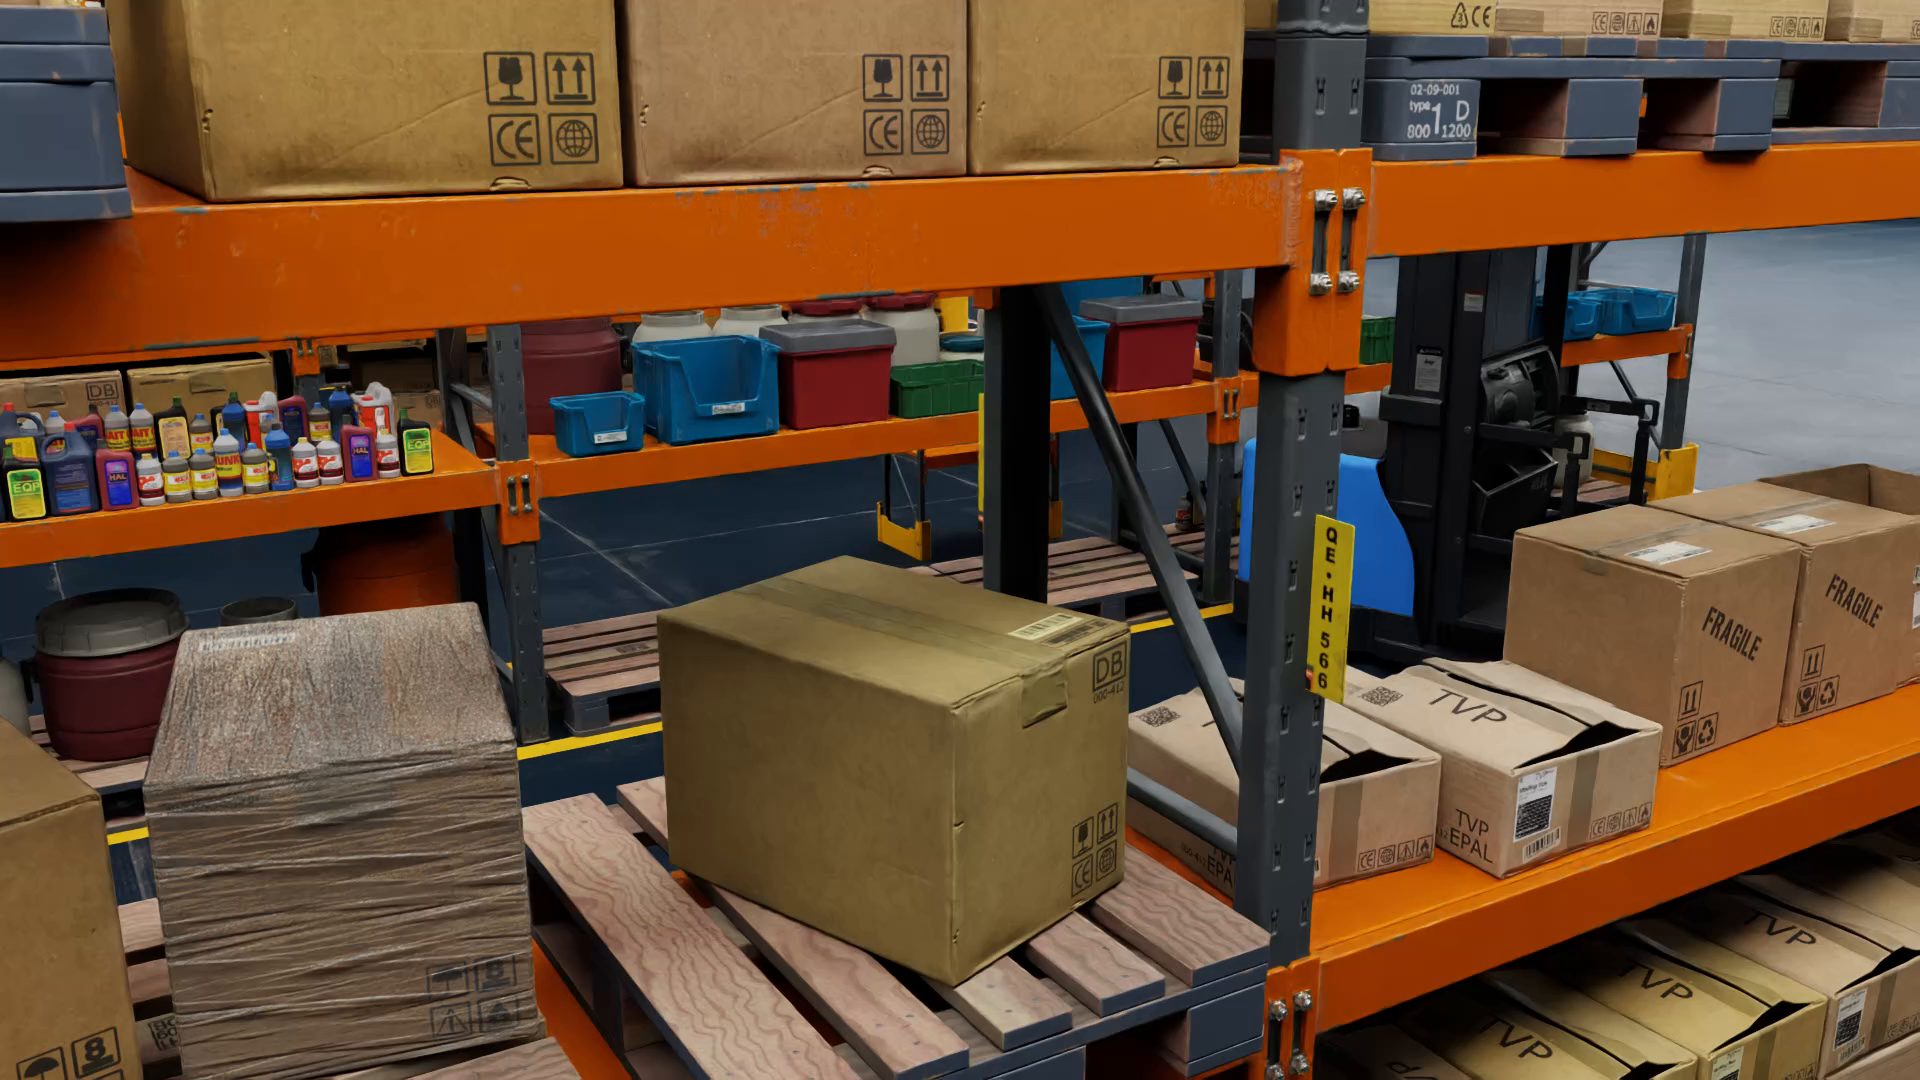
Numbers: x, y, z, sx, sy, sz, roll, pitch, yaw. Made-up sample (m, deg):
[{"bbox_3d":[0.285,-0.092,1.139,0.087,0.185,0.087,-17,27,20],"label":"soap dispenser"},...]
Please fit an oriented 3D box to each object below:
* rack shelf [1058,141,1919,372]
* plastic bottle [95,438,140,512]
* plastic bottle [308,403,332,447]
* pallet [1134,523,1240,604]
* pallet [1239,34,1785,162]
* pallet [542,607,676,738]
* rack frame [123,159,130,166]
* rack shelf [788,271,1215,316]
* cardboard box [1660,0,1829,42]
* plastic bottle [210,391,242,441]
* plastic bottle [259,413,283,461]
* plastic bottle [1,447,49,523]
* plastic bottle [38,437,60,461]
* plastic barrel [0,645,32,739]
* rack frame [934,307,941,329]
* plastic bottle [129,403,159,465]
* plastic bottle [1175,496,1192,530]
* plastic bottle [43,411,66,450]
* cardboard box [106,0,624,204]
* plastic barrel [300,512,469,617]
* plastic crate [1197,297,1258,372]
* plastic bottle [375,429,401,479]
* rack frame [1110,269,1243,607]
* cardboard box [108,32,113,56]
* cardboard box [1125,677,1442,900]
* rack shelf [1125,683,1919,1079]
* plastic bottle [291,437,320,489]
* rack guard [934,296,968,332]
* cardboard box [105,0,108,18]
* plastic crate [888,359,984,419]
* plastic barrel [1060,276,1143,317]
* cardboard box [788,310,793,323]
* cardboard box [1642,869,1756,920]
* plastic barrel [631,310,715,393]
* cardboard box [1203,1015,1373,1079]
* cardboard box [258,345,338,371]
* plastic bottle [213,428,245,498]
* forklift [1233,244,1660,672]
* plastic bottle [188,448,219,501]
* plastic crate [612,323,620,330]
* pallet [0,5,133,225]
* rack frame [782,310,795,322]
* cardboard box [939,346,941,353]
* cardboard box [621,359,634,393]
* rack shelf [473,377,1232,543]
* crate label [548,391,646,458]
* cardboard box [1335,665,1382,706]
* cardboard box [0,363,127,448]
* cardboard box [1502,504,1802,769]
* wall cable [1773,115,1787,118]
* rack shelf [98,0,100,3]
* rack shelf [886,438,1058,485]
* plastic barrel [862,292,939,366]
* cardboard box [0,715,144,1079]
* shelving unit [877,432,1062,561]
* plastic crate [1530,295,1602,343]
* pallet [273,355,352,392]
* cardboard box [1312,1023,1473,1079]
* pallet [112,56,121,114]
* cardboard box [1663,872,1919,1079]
[{"bbox_3d":[2.074,-0.859,4.193,4.000,0.370,1.077,-9,18,-30],"label":"rack shelf"},{"bbox_3d":[-3.295,-0.260,6.495,0.133,0.283,0.061,-9,18,-30],"label":"plastic bottle"},{"bbox_3d":[-2.923,-0.525,7.595,0.097,0.201,0.097,0,16,0],"label":"plastic bottle"},{"bbox_3d":[1.837,0.073,10.258,1.213,0.211,1.003,-9,18,-30],"label":"pallet"},{"bbox_3d":[0.895,-0.952,3.540,1.003,0.211,1.213,-8,18,-27],"label":"pallet"},{"bbox_3d":[-1.505,0.614,8.328,1.213,0.211,1.003,-9,18,-30],"label":"pallet"},{"bbox_3d":[-9.843,-4.069,19.867,0.127,3.000,1.000,-9,18,-30],"label":"rack frame"},{"bbox_3d":[0.404,-2.263,14.760,4.000,0.370,1.077,-9,18,-30],"label":"rack shelf"},{"bbox_3d":[1.655,-1.288,3.888,0.500,0.250,0.500,-10,18,-31],"label":"cardboard box"},{"bbox_3d":[-3.261,-0.516,7.409,0.133,0.283,0.061,-9,18,-30],"label":"plastic bottle"},{"bbox_3d":[-3.042,-0.458,7.355,0.097,0.201,0.097,0,16,0],"label":"plastic bottle"},{"bbox_3d":[-3.568,-0.216,6.338,0.133,0.283,0.061,-9,18,-30],"label":"plastic bottle"},{"bbox_3d":[-3.528,-0.267,6.523,0.133,0.283,0.061,-9,18,-30],"label":"plastic bottle"},{"bbox_3d":[-4.005,0.694,6.708,0.421,0.512,0.421,0,16,0],"label":"plastic barrel"},{"bbox_3d":[-0.350,-4.049,19.798,0.127,3.000,1.000,-9,18,-30],"label":"rack frame"},{"bbox_3d":[-3.548,-0.458,7.224,0.097,0.271,0.097,0,16,0],"label":"plastic bottle"},{"bbox_3d":[1.391,-0.173,10.338,0.097,0.201,0.097,0,16,0],"label":"plastic bottle"},{"bbox_3d":[-3.829,-0.412,7.061,0.097,0.271,0.097,0,16,0],"label":"plastic bottle"},{"bbox_3d":[-0.880,-0.764,2.336,0.500,0.500,0.910,-9,18,-30],"label":"cardboard box"},{"bbox_3d":[-2.599,0.285,7.579,0.708,0.830,0.600,-9,18,-30],"label":"plastic barrel"},{"bbox_3d":[1.754,-1.199,9.746,0.504,0.338,0.767,-9,18,-30],"label":"plastic crate"},{"bbox_3d":[-2.424,-0.367,7.031,0.097,0.201,0.097,0,16,0],"label":"plastic bottle"},{"bbox_3d":[1.240,-1.186,9.583,0.127,3.000,1.000,-9,18,-30],"label":"rack frame"},{"bbox_3d":[-7.566,-4.292,14.920,0.500,0.500,0.500,-9,18,-30],"label":"cardboard box"},{"bbox_3d":[0.693,0.519,3.665,0.500,0.311,0.500,-8,18,-26],"label":"cardboard box"},{"bbox_3d":[2.074,0.585,4.598,4.000,0.370,1.077,-9,18,-30],"label":"rack shelf"},{"bbox_3d":[-2.705,-0.322,6.868,0.097,0.201,0.097,0,16,0],"label":"plastic bottle"},{"bbox_3d":[-0.329,-2.849,20.147,0.348,0.500,1.175,-9,18,-30],"label":"rack guard"},{"bbox_3d":[-5.225,-3.371,10.850,0.637,0.503,0.797,-8,18,-26],"label":"cardboard box"},{"bbox_3d":[-0.107,-0.776,8.515,0.662,0.188,0.450,-9,18,-30],"label":"plastic crate"},{"bbox_3d":[0.753,-1.444,9.573,0.708,0.901,0.600,-9,18,-30],"label":"plastic barrel"},{"bbox_3d":[-2.433,-2.870,18.749,0.875,0.875,0.875,-9,18,-29],"label":"cardboard box"},{"bbox_3d":[1.988,1.026,4.968,0.500,0.311,0.500,-9,18,-28],"label":"cardboard box"},{"bbox_3d":[-1.417,-0.876,8.270,0.421,0.512,0.421,0,16,0],"label":"plastic barrel"},{"bbox_3d":[0.681,1.239,4.211,0.500,0.311,0.500,-9,18,-28],"label":"cardboard box"},{"bbox_3d":[-6.639,-2.120,16.306,0.750,0.750,1.050,-9,18,-30],"label":"cardboard box"},{"bbox_3d":[-2.956,-0.315,6.714,0.097,0.271,0.097,0,16,0],"label":"plastic bottle"},{"bbox_3d":[2.953,-0.754,8.171,3.031,2.935,1.130,13,20,38],"label":"forklift"},{"bbox_3d":[-3.039,-0.268,6.675,0.097,0.201,0.097,0,16,0],"label":"plastic bottle"},{"bbox_3d":[-4.304,-2.494,19.354,0.662,0.188,0.450,0,26,-1],"label":"plastic crate"},{"bbox_3d":[-1.587,-0.500,1.928,1.003,0.211,1.213,-9,18,-30],"label":"pallet"},{"bbox_3d":[-1.311,-2.332,13.671,0.127,3.000,1.000,-9,18,-30],"label":"rack frame"},{"bbox_3d":[-0.460,-1.458,14.407,0.500,0.500,0.500,-3,16,-12],"label":"cardboard box"},{"bbox_3d":[-2.746,-1.120,13.163,0.500,0.500,0.700,-11,19,-34],"label":"cardboard box"},{"bbox_3d":[-0.474,-0.561,8.688,4.000,0.370,1.077,-9,18,-30],"label":"rack shelf"},{"bbox_3d":[-1.634,-0.521,7.521,0.416,0.233,0.303,-9,18,-30],"label":"crate label"},{"bbox_3d":[0.988,0.449,4.217,0.250,0.149,0.380,-9,18,-30],"label":"cardboard box"},{"bbox_3d":[-6.110,-0.742,11.156,0.875,0.875,1.225,-9,18,-30],"label":"cardboard box"},{"bbox_3d":[1.789,0.232,4.341,0.500,0.500,0.500,-10,19,-33],"label":"cardboard box"},{"bbox_3d":[22.316,-12.107,43.183,0.112,2.526,3.097,-9,18,-30],"label":"wall cable"},{"bbox_3d":[-11.557,-6.140,18.216,4.000,0.370,1.077,-9,18,-30],"label":"rack shelf"},{"bbox_3d":[0.073,-0.561,10.798,1.000,0.185,0.538,-9,18,-30],"label":"rack shelf"},{"bbox_3d":[-0.322,-1.067,8.907,0.433,0.535,0.433,0,16,0],"label":"plastic barrel"},{"bbox_3d":[-1.587,0.563,2.382,0.700,0.500,0.500,15,21,42],"label":"cardboard box"},{"bbox_3d":[0.065,-0.733,10.745,1.083,1.500,0.587,-9,18,-30],"label":"shelving unit"},{"bbox_3d":[3.834,-1.442,10.774,0.408,0.251,0.499,-9,18,-30],"label":"plastic crate"},{"bbox_3d":[-6.493,-1.687,16.536,1.213,0.211,1.003,-9,18,-30],"label":"pallet"},{"bbox_3d":[0.959,1.364,3.765,0.500,0.311,0.500,-9,18,-28],"label":"cardboard box"},{"bbox_3d":[-2.895,-1.899,6.921,1.213,0.211,1.003,-9,18,-30],"label":"pallet"},{"bbox_3d":[2.284,1.147,4.539,0.500,0.311,0.500,-9,18,-30],"label":"cardboard box"}]
